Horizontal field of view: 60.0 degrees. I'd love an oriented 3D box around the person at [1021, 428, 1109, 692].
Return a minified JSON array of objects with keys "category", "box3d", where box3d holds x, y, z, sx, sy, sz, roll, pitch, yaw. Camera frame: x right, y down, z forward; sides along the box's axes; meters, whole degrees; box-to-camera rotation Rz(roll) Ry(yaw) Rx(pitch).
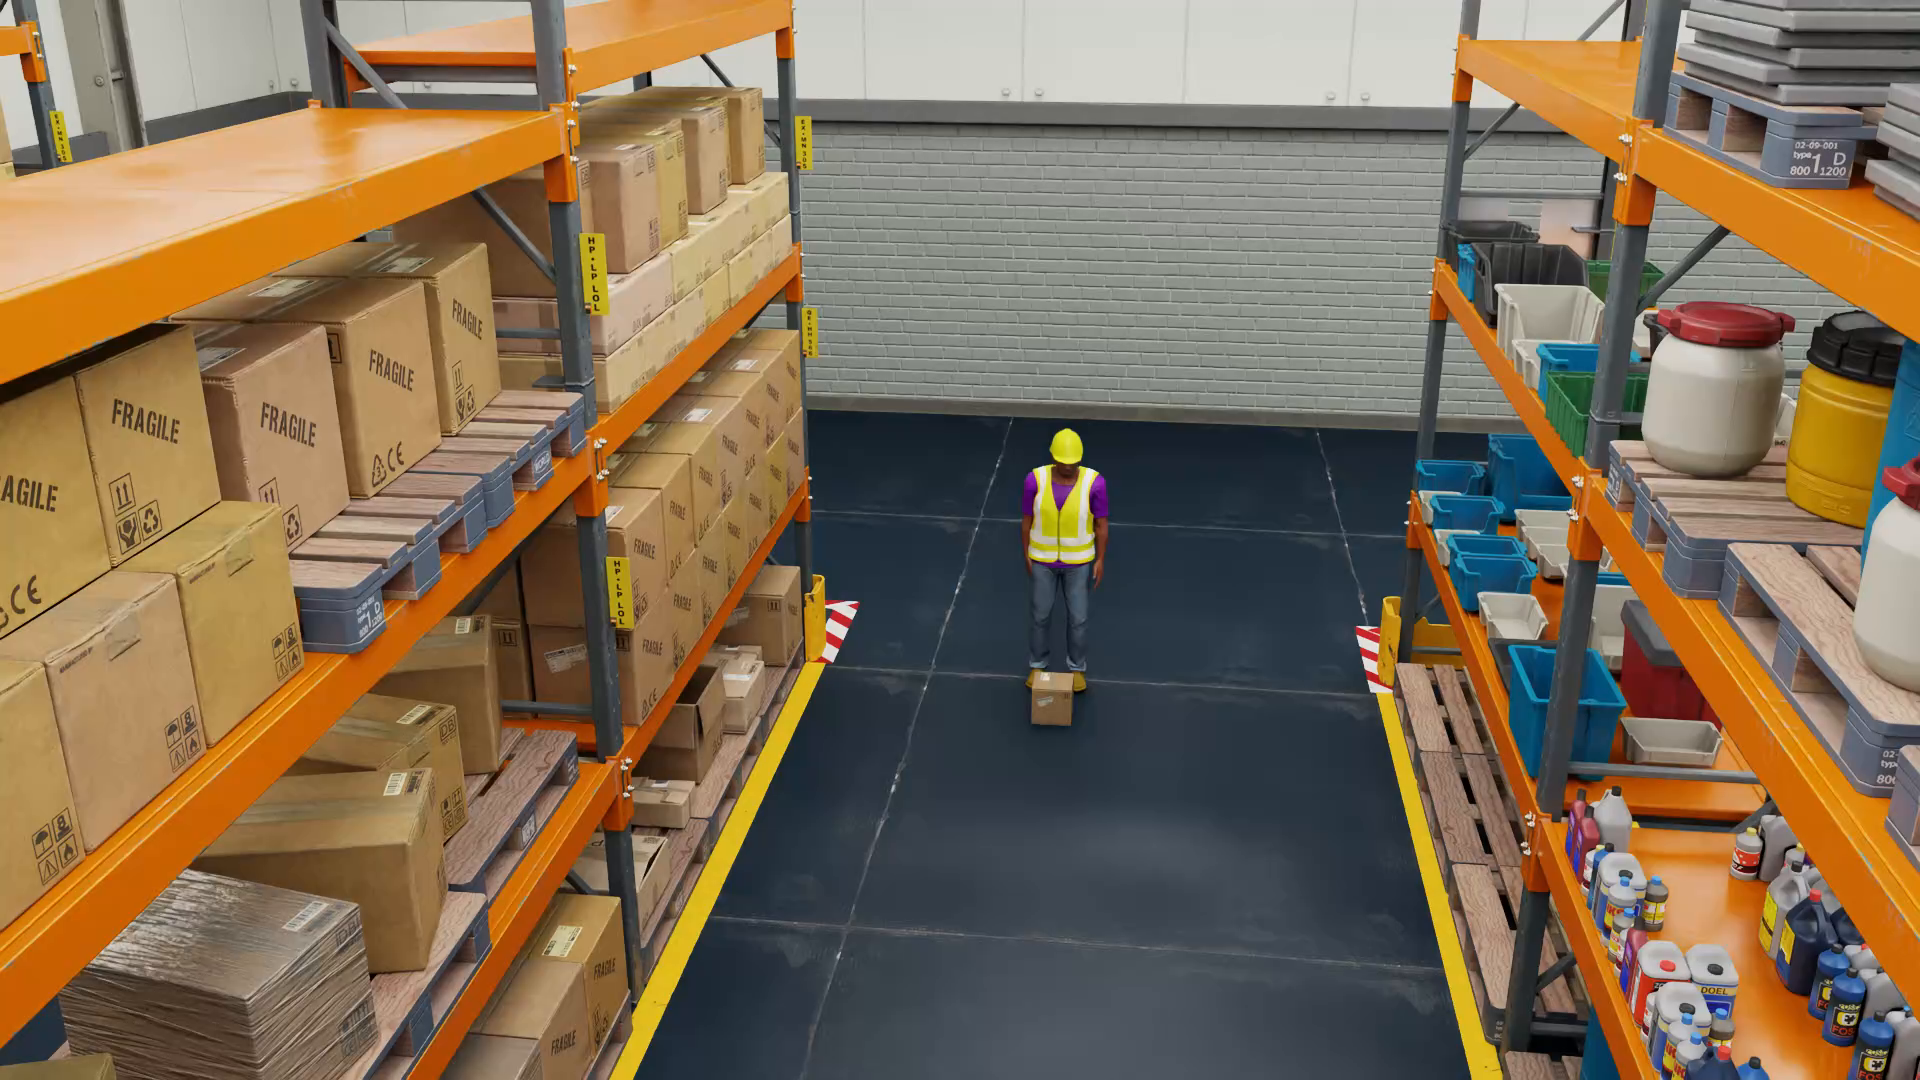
[{"category":"person","box3d":[0.668,0.124,10.734,0.567,1.759,0.363,3,21,7]}]
